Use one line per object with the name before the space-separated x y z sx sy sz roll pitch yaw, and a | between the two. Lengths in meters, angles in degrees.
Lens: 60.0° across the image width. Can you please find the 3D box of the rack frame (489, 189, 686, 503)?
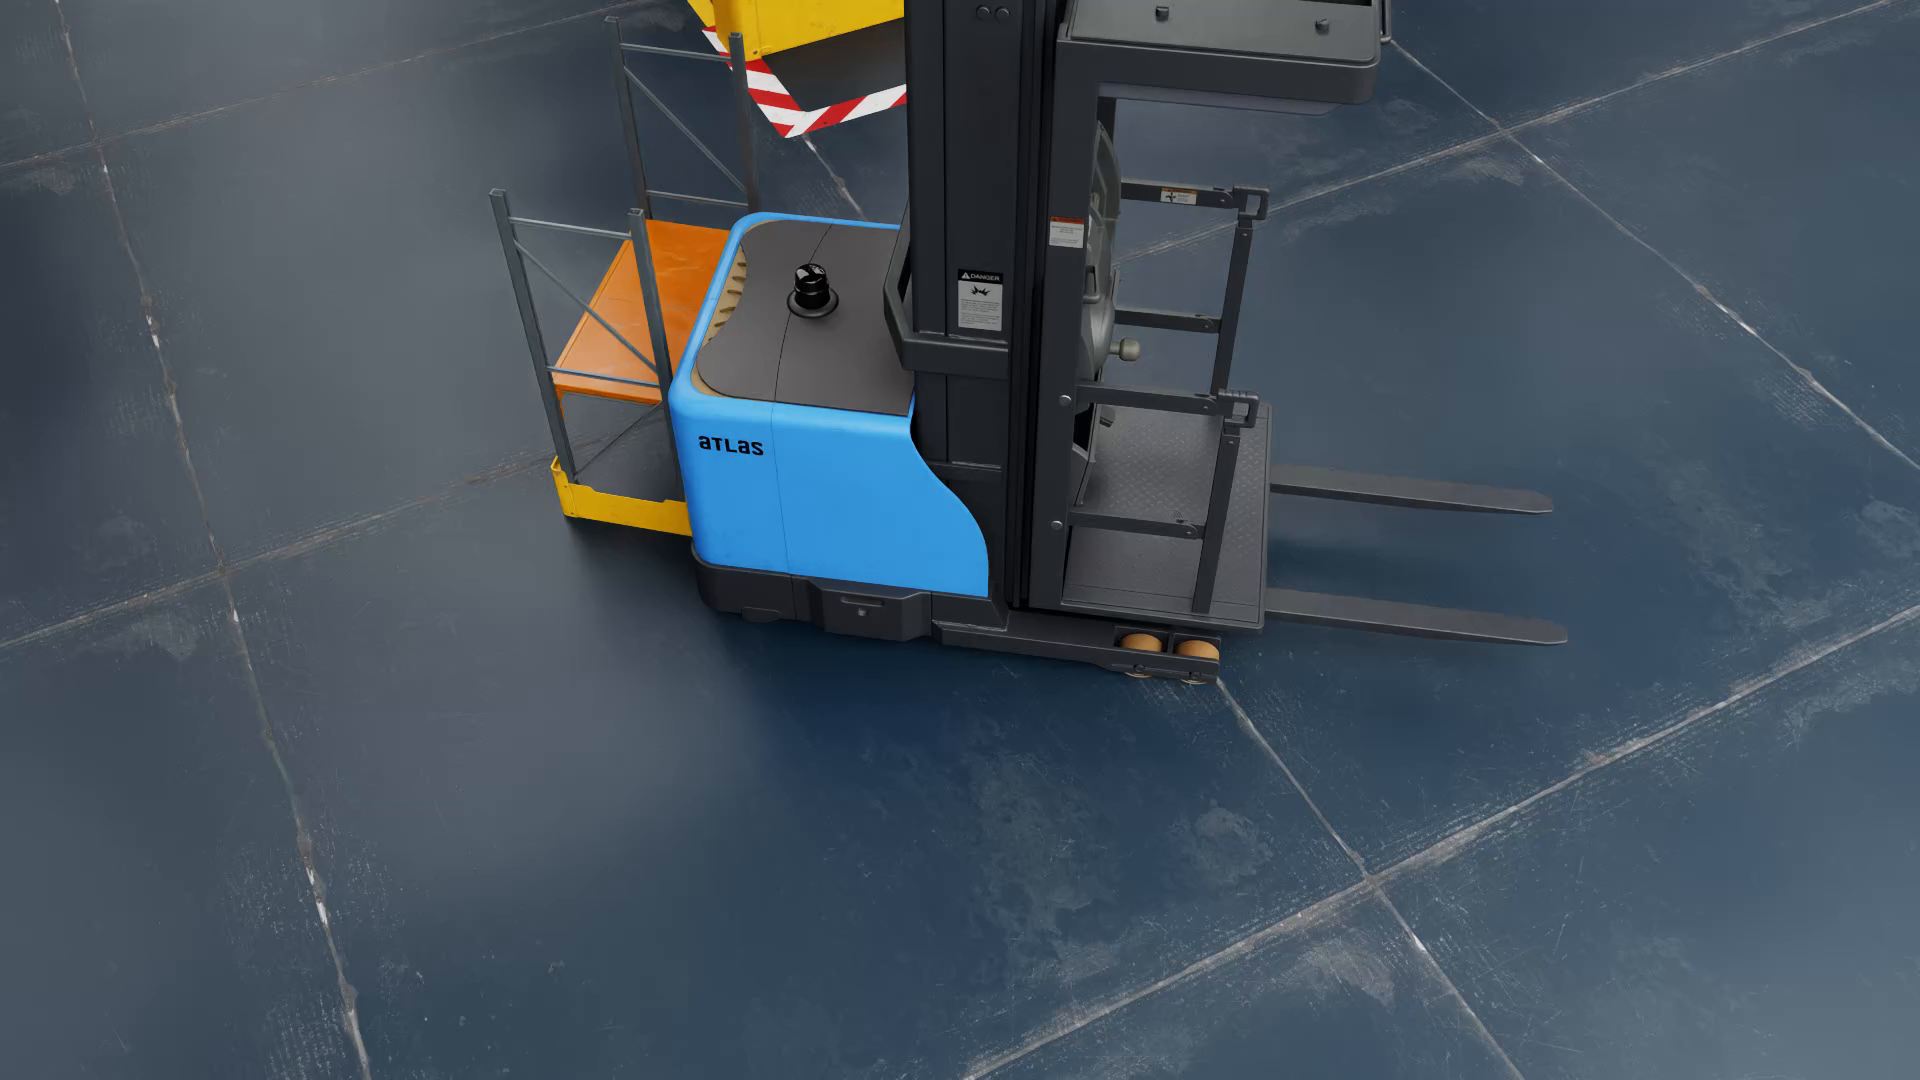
rack frame | -1.227 -0.559 5.742 0.500 1.500 0.032 9 50 8

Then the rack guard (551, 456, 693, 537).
rack guard | -1.223 -0.162 6.225 0.587 0.250 0.087 9 50 8

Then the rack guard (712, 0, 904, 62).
rack guard | -0.672 -2.865 8.424 1.175 0.500 0.348 -21 52 -18

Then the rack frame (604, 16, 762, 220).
rack frame | -1.007 -1.306 6.396 0.500 1.500 0.032 9 50 8

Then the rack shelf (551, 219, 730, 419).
rack shelf | -1.117 -0.814 6.205 0.538 0.185 1.000 9 50 8

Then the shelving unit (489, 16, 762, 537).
shelving unit | -1.115 -0.939 6.075 0.587 1.500 1.083 9 50 8

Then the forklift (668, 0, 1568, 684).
forklift | 0.619 -0.893 5.084 3.031 2.935 1.130 7 49 6

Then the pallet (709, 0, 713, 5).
pallet | -1.039 -3.316 9.010 1.003 0.211 1.213 -21 52 -18
